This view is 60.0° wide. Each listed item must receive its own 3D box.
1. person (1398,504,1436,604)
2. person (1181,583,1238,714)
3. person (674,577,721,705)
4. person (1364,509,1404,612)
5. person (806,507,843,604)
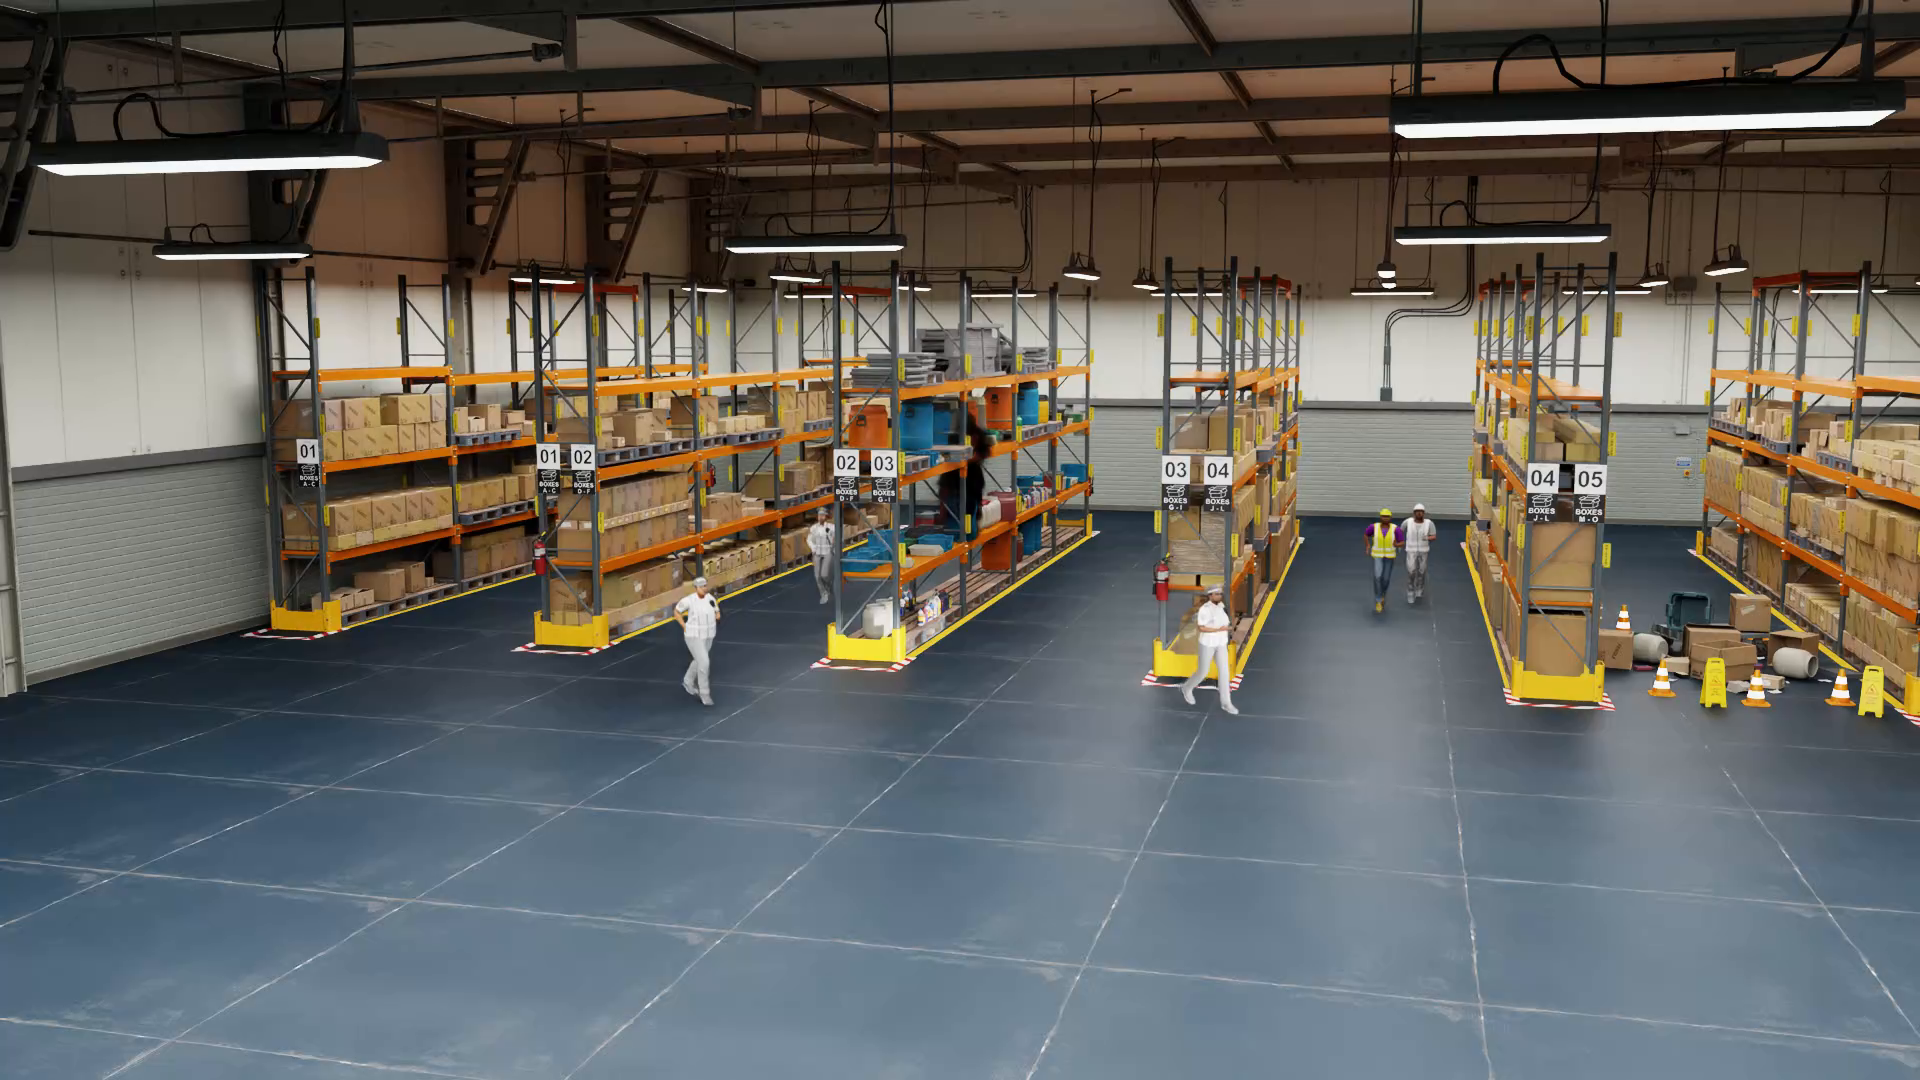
[{"bbox_3d":[8.390,0.254,30.526,0.658,1.843,0.769,1,7,9],"label":"person"},{"bbox_3d":[3.292,1.375,21.755,0.582,1.676,0.948,-5,9,-34],"label":"person"},{"bbox_3d":[-3.516,1.347,22.503,0.775,1.731,0.577,7,10,43],"label":"person"},{"bbox_3d":[7.610,0.339,29.839,0.684,1.817,0.886,1,7,8],"label":"person"},{"bbox_3d":[-2.365,0.267,28.646,0.612,1.671,0.498,2,7,12],"label":"person"}]
